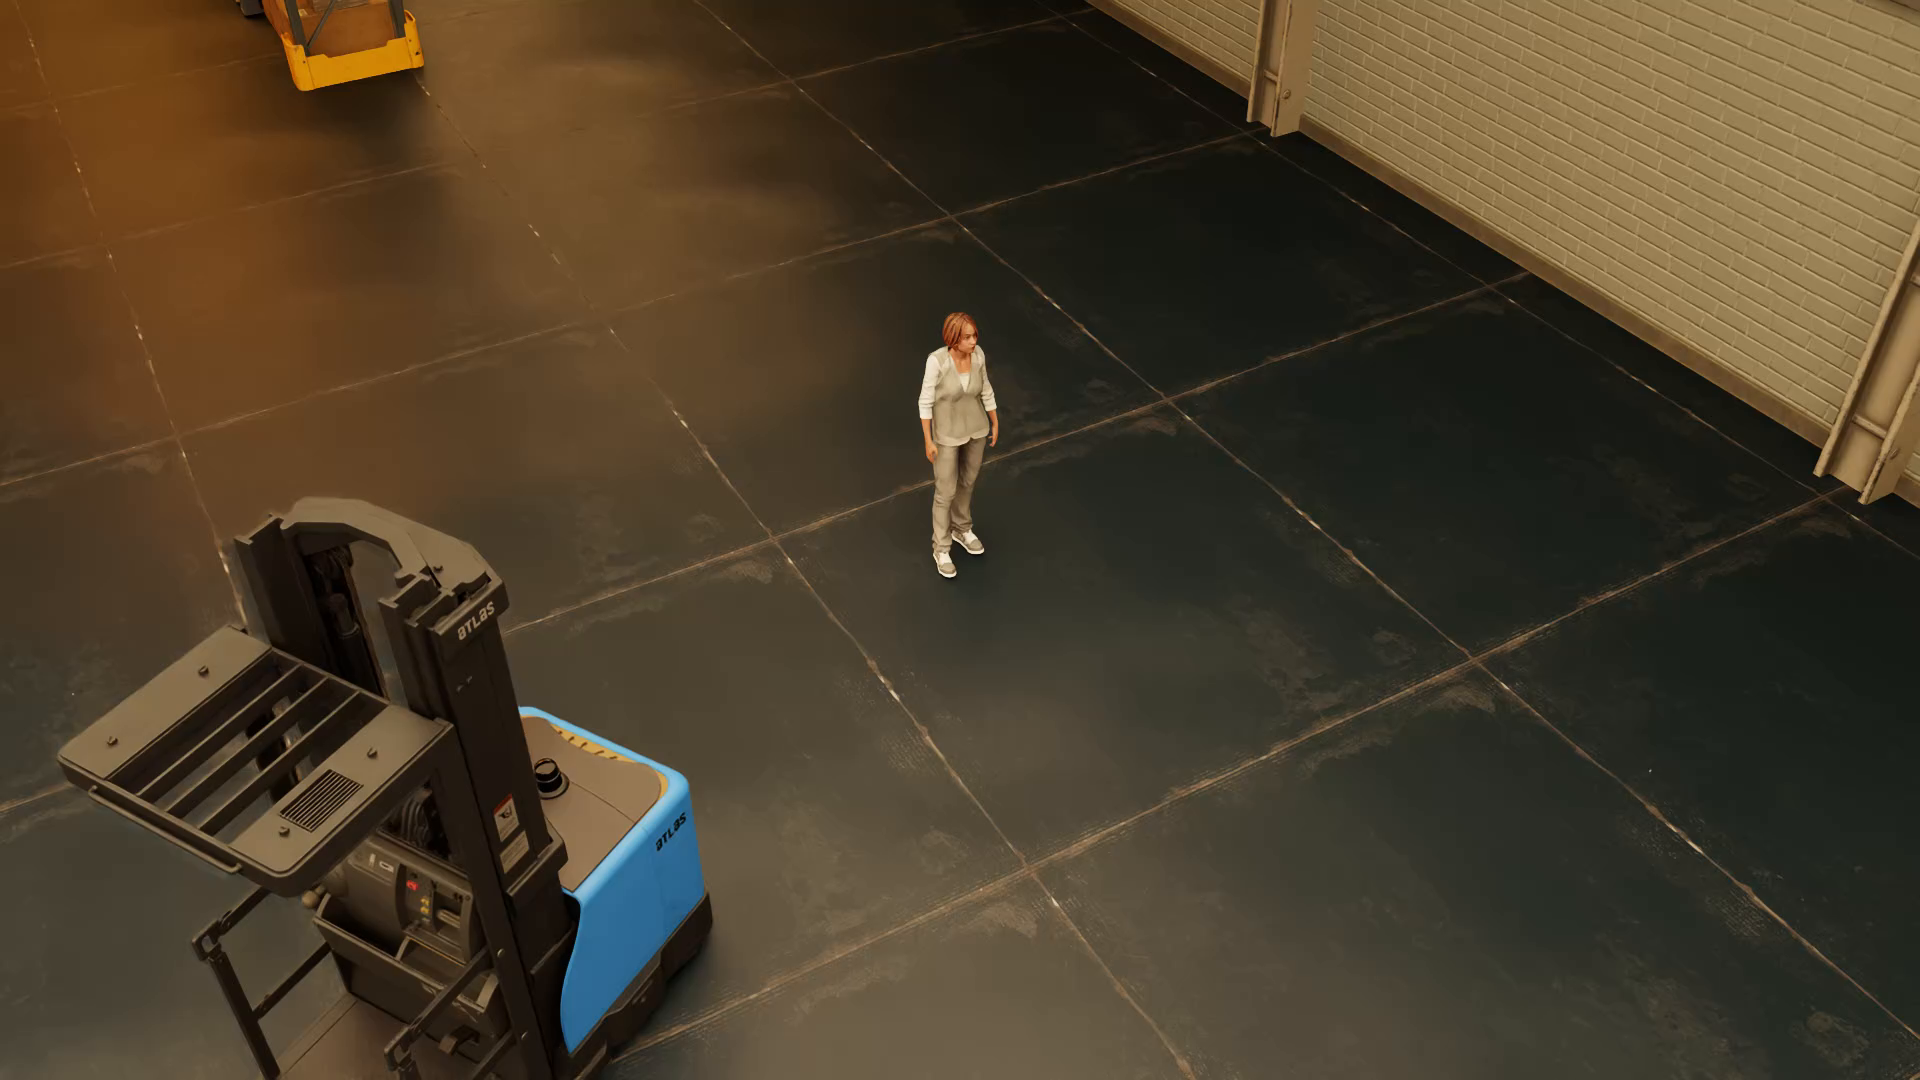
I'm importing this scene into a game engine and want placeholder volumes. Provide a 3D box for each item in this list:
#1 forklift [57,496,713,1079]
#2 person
[{"bbox_3d":[-2.347,1.422,6.322,1.130,2.935,3.031,20,44,22],"label":"forklift"},{"bbox_3d":[0.024,-0.575,9.763,0.520,1.597,0.475,-20,44,-23],"label":"person"}]
